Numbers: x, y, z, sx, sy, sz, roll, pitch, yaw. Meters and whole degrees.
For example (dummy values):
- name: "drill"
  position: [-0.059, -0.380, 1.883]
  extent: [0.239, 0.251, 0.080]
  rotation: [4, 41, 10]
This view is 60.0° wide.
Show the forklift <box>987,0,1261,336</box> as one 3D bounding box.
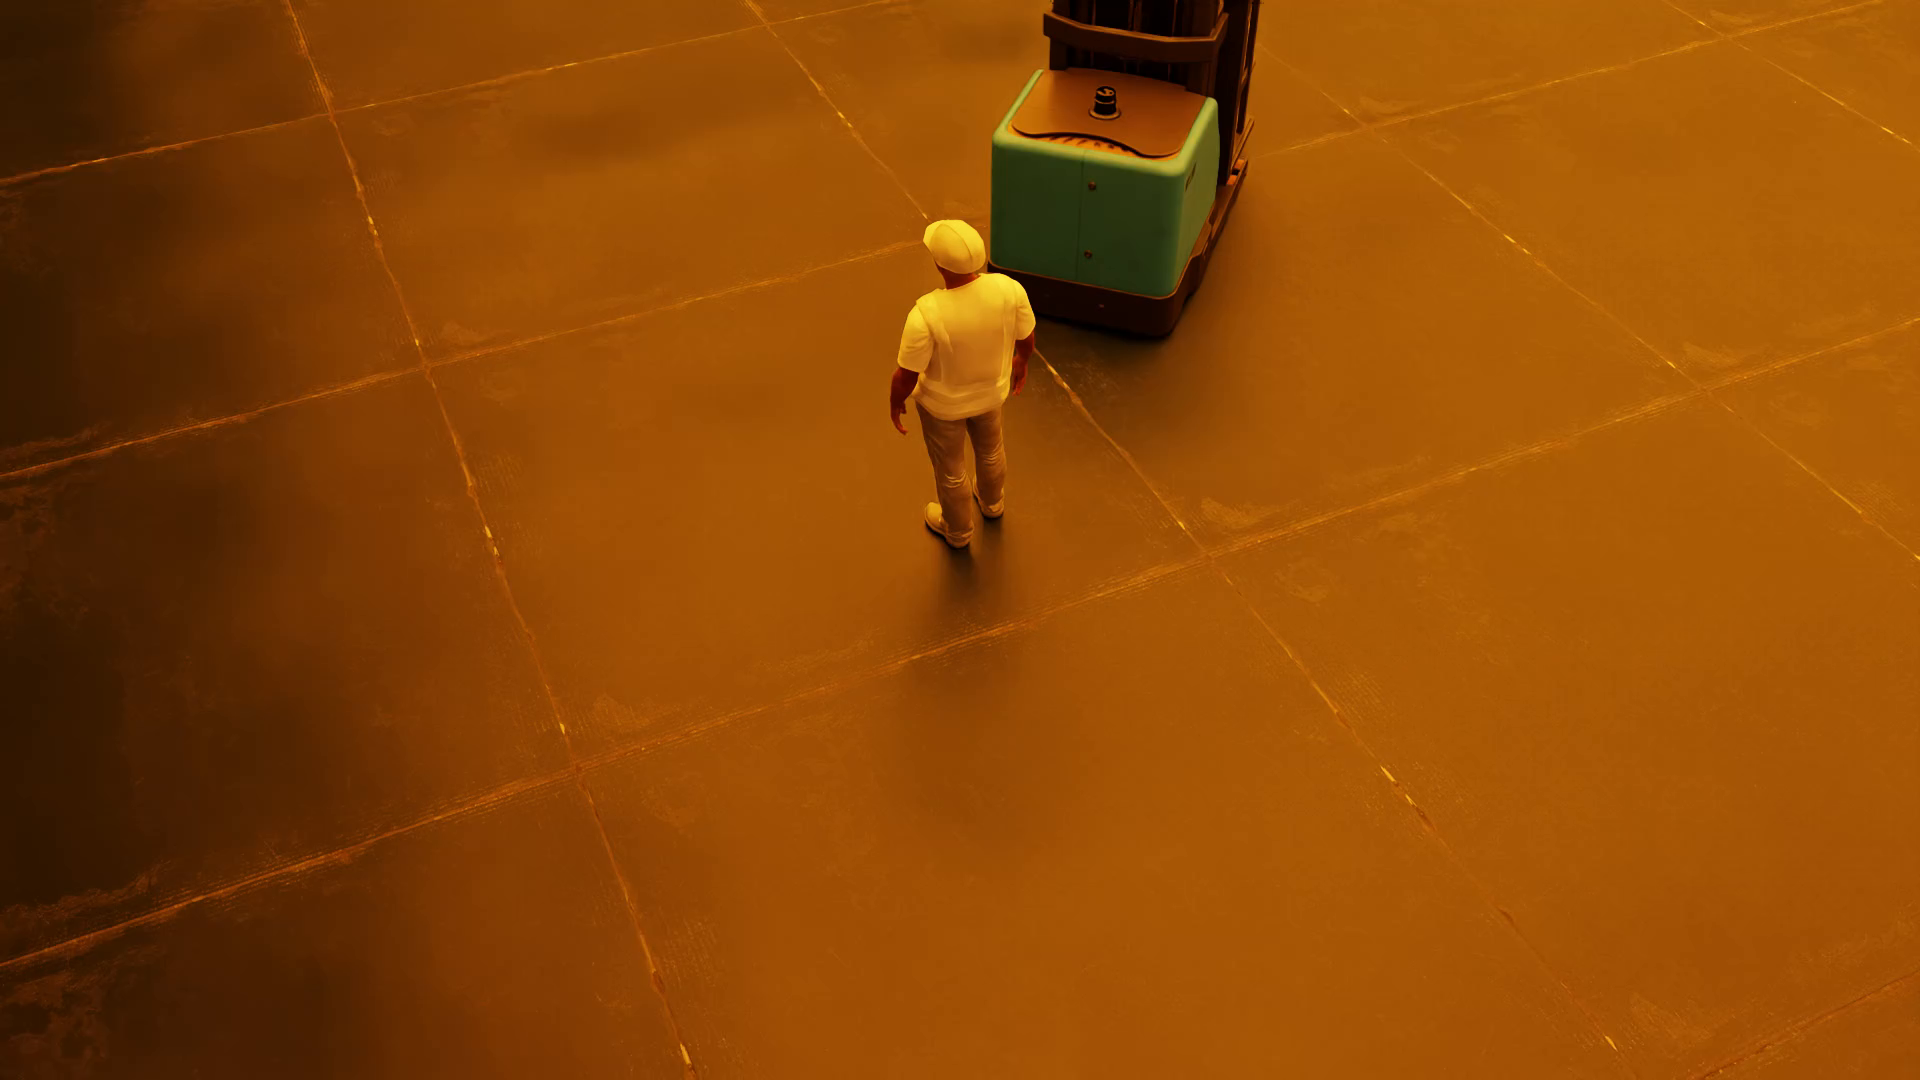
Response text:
- name: "forklift"
  position: [1.116, -3.185, 9.092]
  extent: [1.130, 2.935, 3.031]
  rotation: [13, 45, 14]

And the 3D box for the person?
- name: "person"
  position: [-0.025, -0.696, 7.269]
  extent: [0.666, 1.768, 0.575]
  rotation: [-18, 46, -18]
